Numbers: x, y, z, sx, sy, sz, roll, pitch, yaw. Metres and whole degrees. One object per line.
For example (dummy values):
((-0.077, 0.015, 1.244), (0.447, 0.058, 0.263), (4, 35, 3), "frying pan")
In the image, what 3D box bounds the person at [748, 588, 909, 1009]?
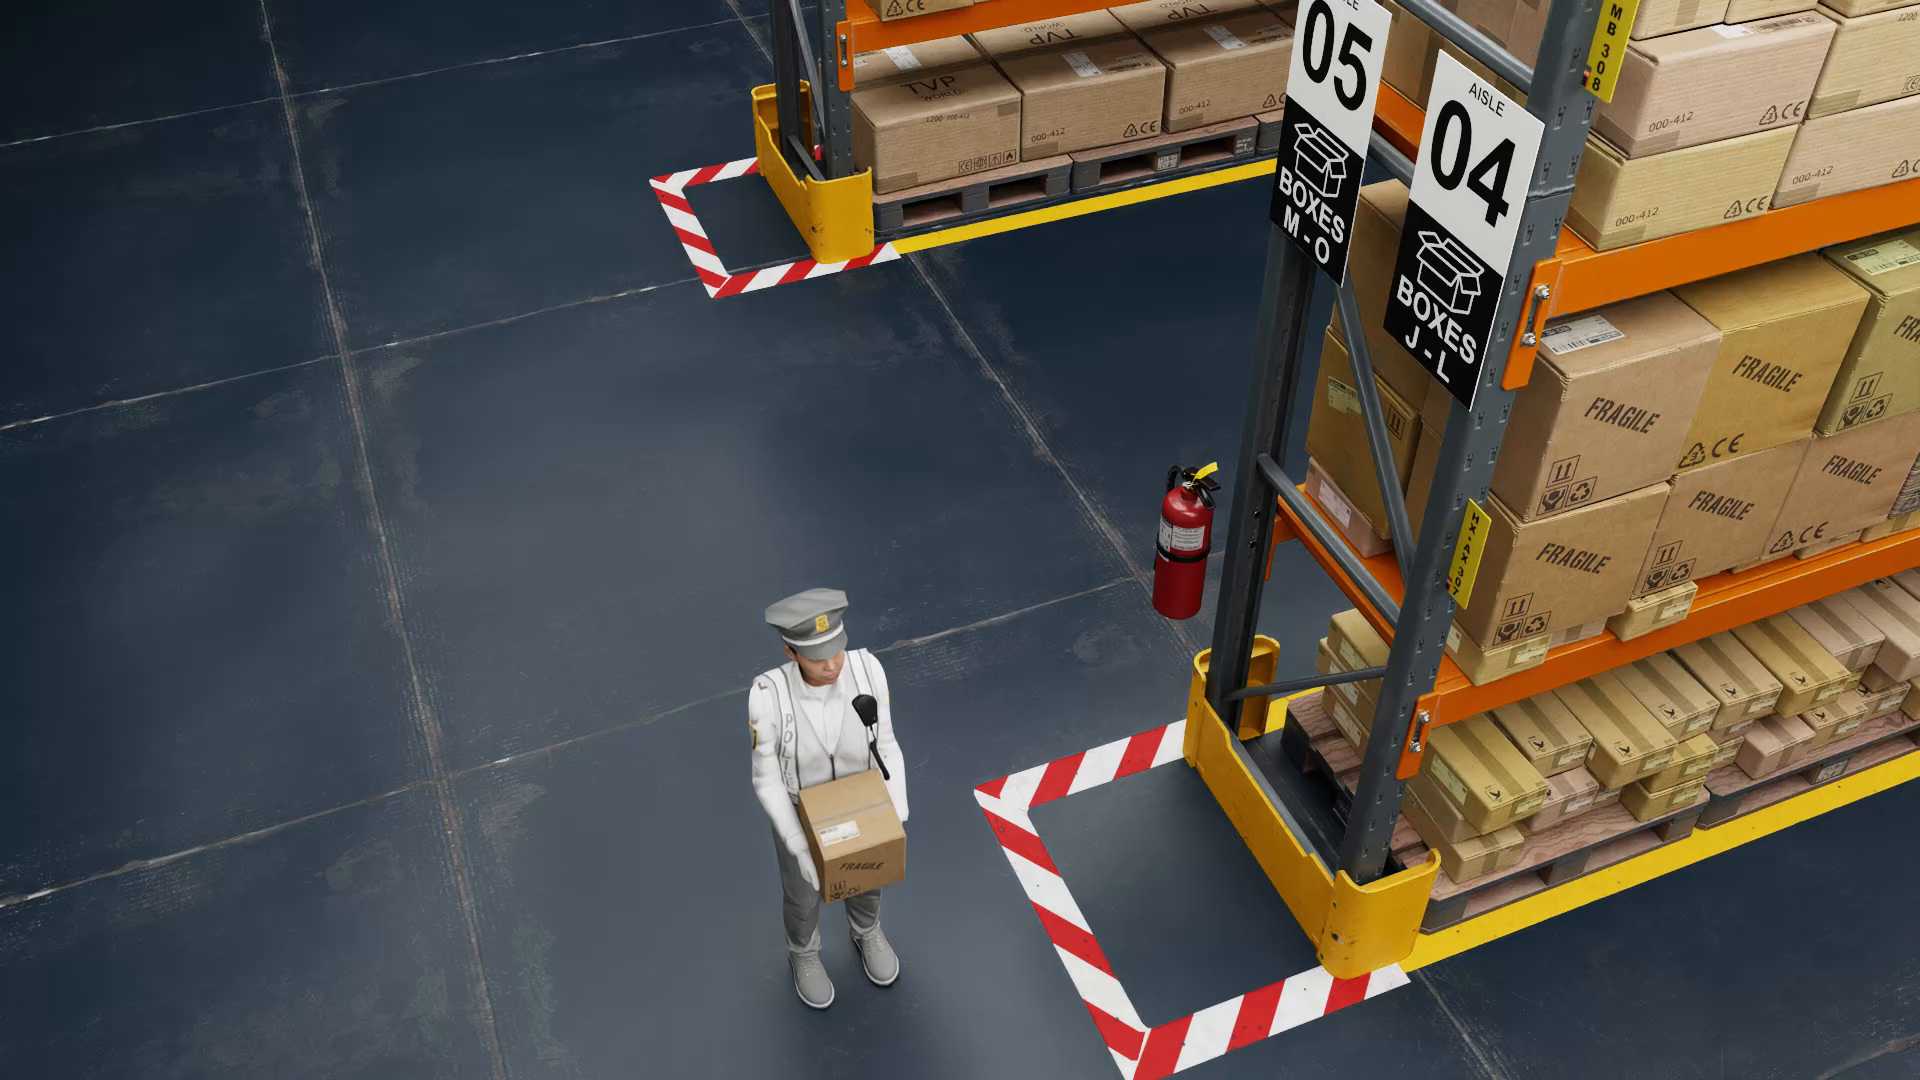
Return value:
((-0.394, 0.874, 5.173), (0.459, 1.686, 0.549), (-15, 44, -16), "person")
